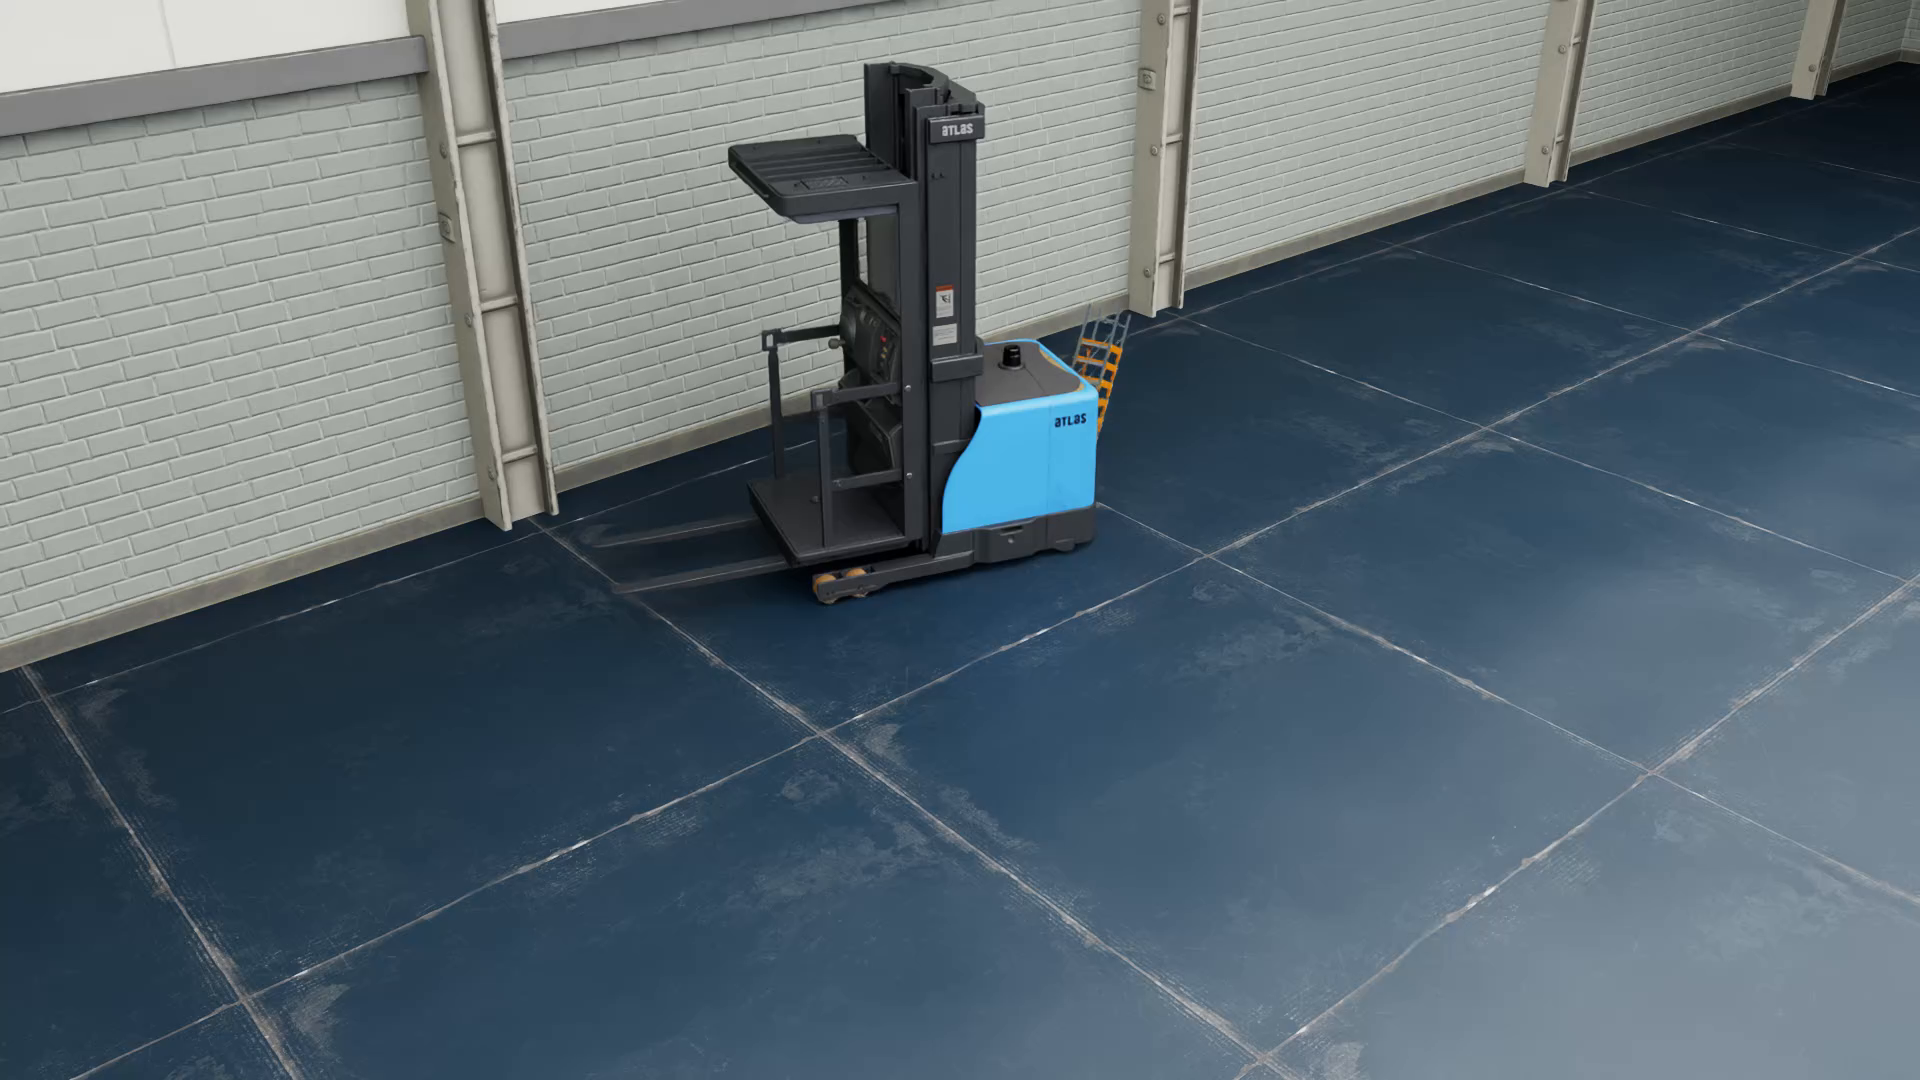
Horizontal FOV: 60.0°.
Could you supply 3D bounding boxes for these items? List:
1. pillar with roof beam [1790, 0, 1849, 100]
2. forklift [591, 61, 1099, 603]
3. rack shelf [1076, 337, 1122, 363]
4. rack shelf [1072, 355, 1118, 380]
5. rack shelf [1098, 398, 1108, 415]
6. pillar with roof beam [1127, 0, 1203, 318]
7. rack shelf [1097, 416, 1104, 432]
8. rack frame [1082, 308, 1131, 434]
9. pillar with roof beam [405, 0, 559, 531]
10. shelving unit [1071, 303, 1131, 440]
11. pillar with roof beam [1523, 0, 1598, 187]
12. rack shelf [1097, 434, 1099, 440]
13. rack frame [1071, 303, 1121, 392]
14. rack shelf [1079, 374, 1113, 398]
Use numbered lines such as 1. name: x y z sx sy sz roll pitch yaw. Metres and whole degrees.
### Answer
1. pillar with roof beam: 13.605 -8.103 16.223 0.400 9.000 9.100 -22 35 -35
2. forklift: -0.715 -1.199 9.743 3.031 2.935 1.130 -11 30 -19
3. rack shelf: 0.938 -1.282 11.211 0.258 0.103 0.180 16 3 28
4. rack shelf: 0.907 -1.166 11.216 0.258 0.103 0.180 16 3 28
5. rack shelf: 0.844 -0.935 11.228 0.258 0.103 0.180 16 3 28
6. pillar with roof beam: 4.476 -4.432 9.354 0.400 9.000 9.100 -22 35 -35
7. rack shelf: 0.813 -0.819 11.233 0.258 0.103 0.180 16 3 28
8. rack frame: 0.898 -0.970 11.306 0.240 1.200 0.006 16 3 28
9. pillar with roof beam: -0.089 -2.597 5.919 0.400 9.000 9.100 -22 35 -35
10. shelving unit: 0.856 -0.977 11.225 0.258 1.200 0.189 16 3 28
11. pillar with roof beam: 9.040 -6.267 12.789 0.400 9.000 9.100 -22 35 -35
12. rack shelf: 0.782 -0.703 11.239 0.258 0.103 0.180 16 3 28
13. rack frame: 0.813 -0.985 11.145 0.240 1.200 0.006 16 3 28
14. rack shelf: 0.875 -1.050 11.222 0.258 0.103 0.180 16 3 28
